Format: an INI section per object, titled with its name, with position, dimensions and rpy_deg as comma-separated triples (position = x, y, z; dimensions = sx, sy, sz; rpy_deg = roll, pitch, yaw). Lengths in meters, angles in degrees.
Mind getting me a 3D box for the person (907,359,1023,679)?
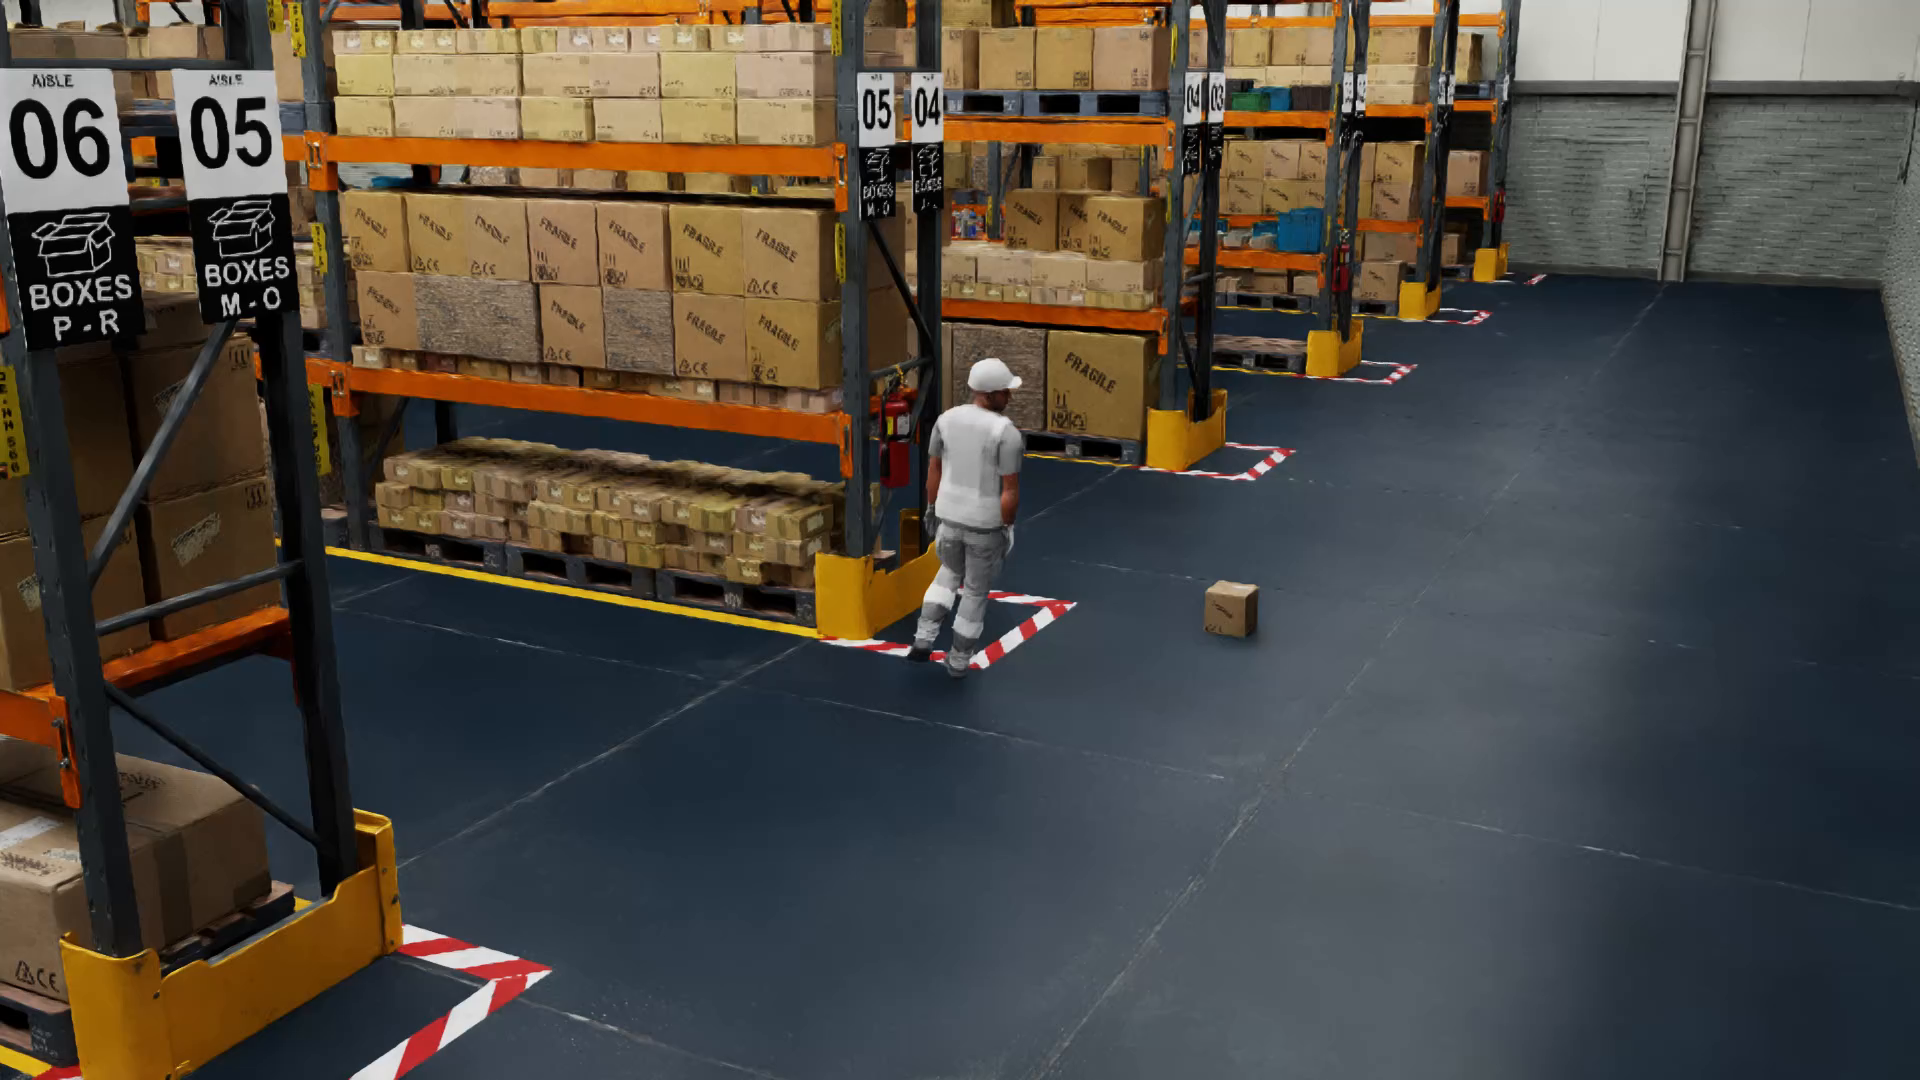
[person]
position = 0.052, -0.108, 8.899
dimensions = 0.687, 1.776, 0.436
rpy_deg = 7, 17, 23
